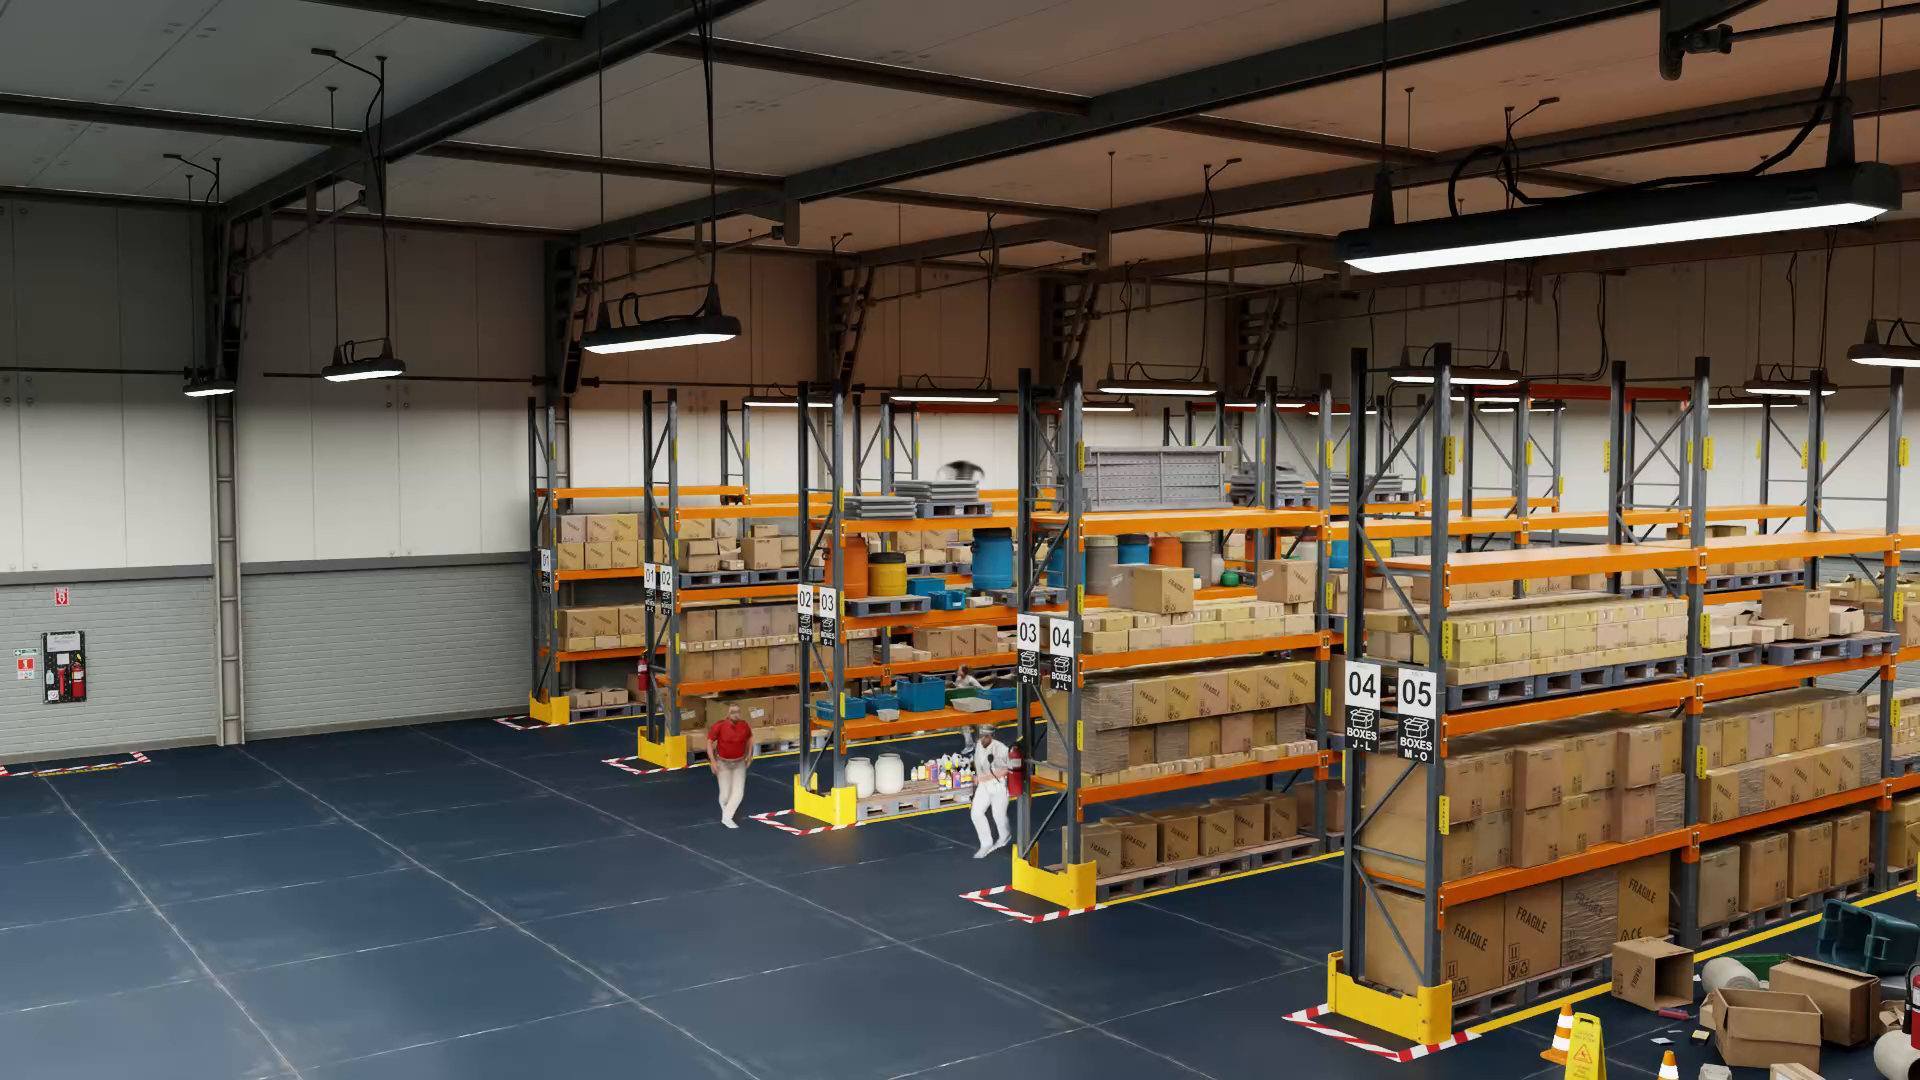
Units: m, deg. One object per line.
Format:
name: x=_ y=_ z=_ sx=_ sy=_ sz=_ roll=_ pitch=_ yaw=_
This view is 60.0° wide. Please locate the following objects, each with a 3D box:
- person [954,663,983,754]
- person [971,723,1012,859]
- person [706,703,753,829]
person: x=0.119 y=2.787 z=27.735 sx=0.801 sy=1.531 sz=0.603 roll=-2 pitch=4 yaw=-29
person: x=0.492 y=3.110 z=20.810 sx=0.640 sy=1.733 sz=0.801 roll=2 pitch=4 yaw=35
person: x=-3.104 y=3.012 z=22.397 sx=0.661 sy=1.671 sz=0.619 roll=-1 pitch=4 yaw=-23
